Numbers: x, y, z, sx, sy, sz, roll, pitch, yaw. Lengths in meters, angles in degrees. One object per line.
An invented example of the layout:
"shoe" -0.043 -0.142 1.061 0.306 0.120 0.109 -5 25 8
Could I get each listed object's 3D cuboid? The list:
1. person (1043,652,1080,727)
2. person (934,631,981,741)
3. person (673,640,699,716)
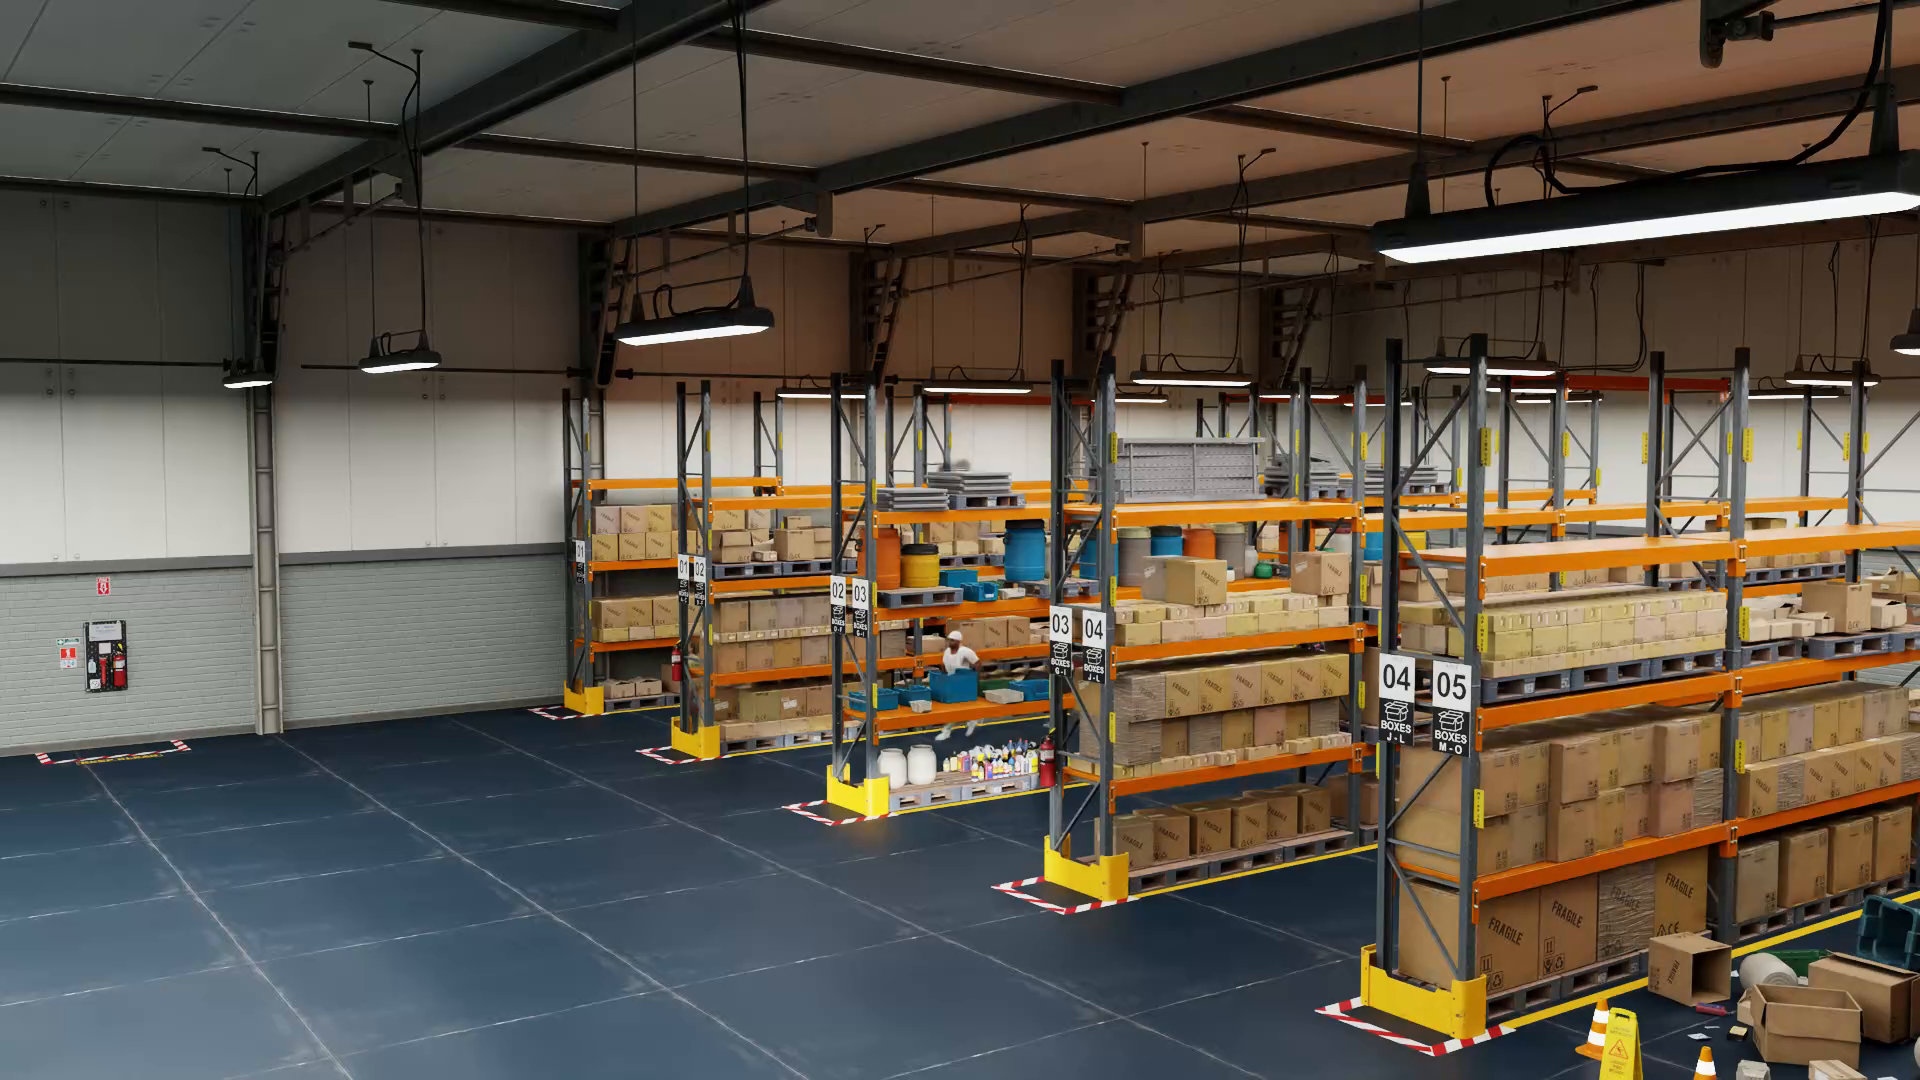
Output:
"person" 1.712 2.261 27.779 0.758 1.776 0.656 -3 4 -35
"person" -0.039 2.330 26.720 0.906 1.761 0.725 -4 5 -45
"person" -4.596 2.529 28.616 0.697 1.646 0.584 -3 5 -39
